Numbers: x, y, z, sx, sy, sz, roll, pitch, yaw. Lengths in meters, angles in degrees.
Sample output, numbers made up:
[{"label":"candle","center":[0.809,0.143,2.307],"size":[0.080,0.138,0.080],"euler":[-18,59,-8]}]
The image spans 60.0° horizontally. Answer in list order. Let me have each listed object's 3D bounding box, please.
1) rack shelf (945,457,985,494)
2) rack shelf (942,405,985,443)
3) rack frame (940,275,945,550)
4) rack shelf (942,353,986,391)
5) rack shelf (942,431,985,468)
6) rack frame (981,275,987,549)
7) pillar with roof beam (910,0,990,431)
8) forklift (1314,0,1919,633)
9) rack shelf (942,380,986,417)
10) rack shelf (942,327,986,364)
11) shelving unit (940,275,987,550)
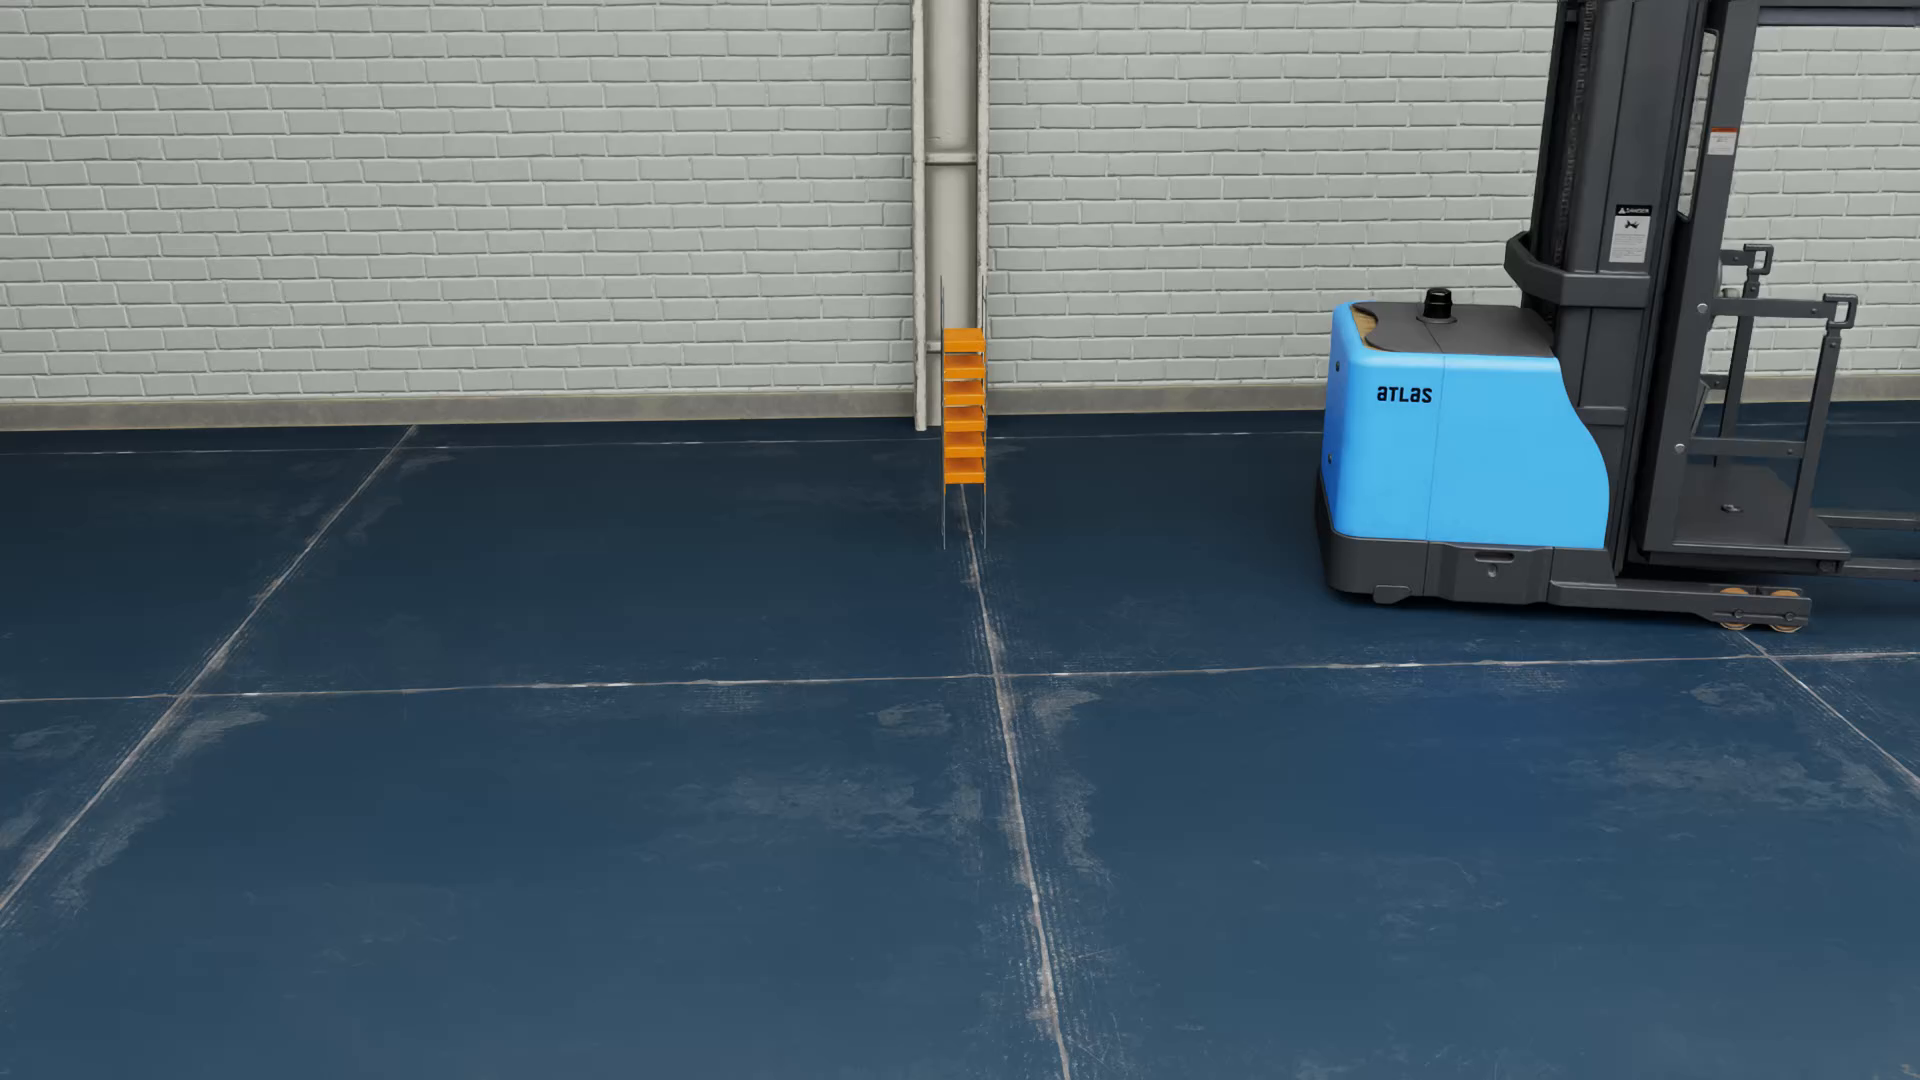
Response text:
[{"label":"rack shelf","center":[0.014,-0.295,7.509],"size":[0.180,0.103,0.258],"euler":[-1,21,-3]},{"label":"rack shelf","center":[0.014,-0.520,7.424],"size":[0.180,0.103,0.258],"euler":[-1,21,-3]},{"label":"rack frame","center":[-0.077,-0.559,7.403],"size":[0.006,1.200,0.240],"euler":[-1,21,-3]},{"label":"rack shelf","center":[0.014,-0.744,7.339],"size":[0.180,0.103,0.258],"euler":[-1,21,-3]},{"label":"rack shelf","center":[0.014,-0.407,7.467],"size":[0.180,0.103,0.258],"euler":[-1,21,-3]},{"label":"rack frame","center":[0.106,-0.563,7.413],"size":[0.006,1.200,0.240],"euler":[-1,21,-3]},{"label":"pillar with roof beam","center":[0.191,-3.342,3.751],"size":[0.400,9.000,9.100],"euler":[-1,21,-3]},{"label":"forklift","center":[3.091,-1.201,6.657],"size":[3.031,2.935,1.130],"euler":[3,21,7]},{"label":"rack shelf","center":[0.014,-0.632,7.381],"size":[0.180,0.103,0.258],"euler":[-1,21,-3]},{"label":"rack shelf","center":[0.014,-0.856,7.296],"size":[0.180,0.103,0.258],"euler":[-1,21,-3]},{"label":"shelving unit","center":[0.014,-0.561,7.408],"size":[0.189,1.200,0.258],"euler":[-1,21,-3]}]
